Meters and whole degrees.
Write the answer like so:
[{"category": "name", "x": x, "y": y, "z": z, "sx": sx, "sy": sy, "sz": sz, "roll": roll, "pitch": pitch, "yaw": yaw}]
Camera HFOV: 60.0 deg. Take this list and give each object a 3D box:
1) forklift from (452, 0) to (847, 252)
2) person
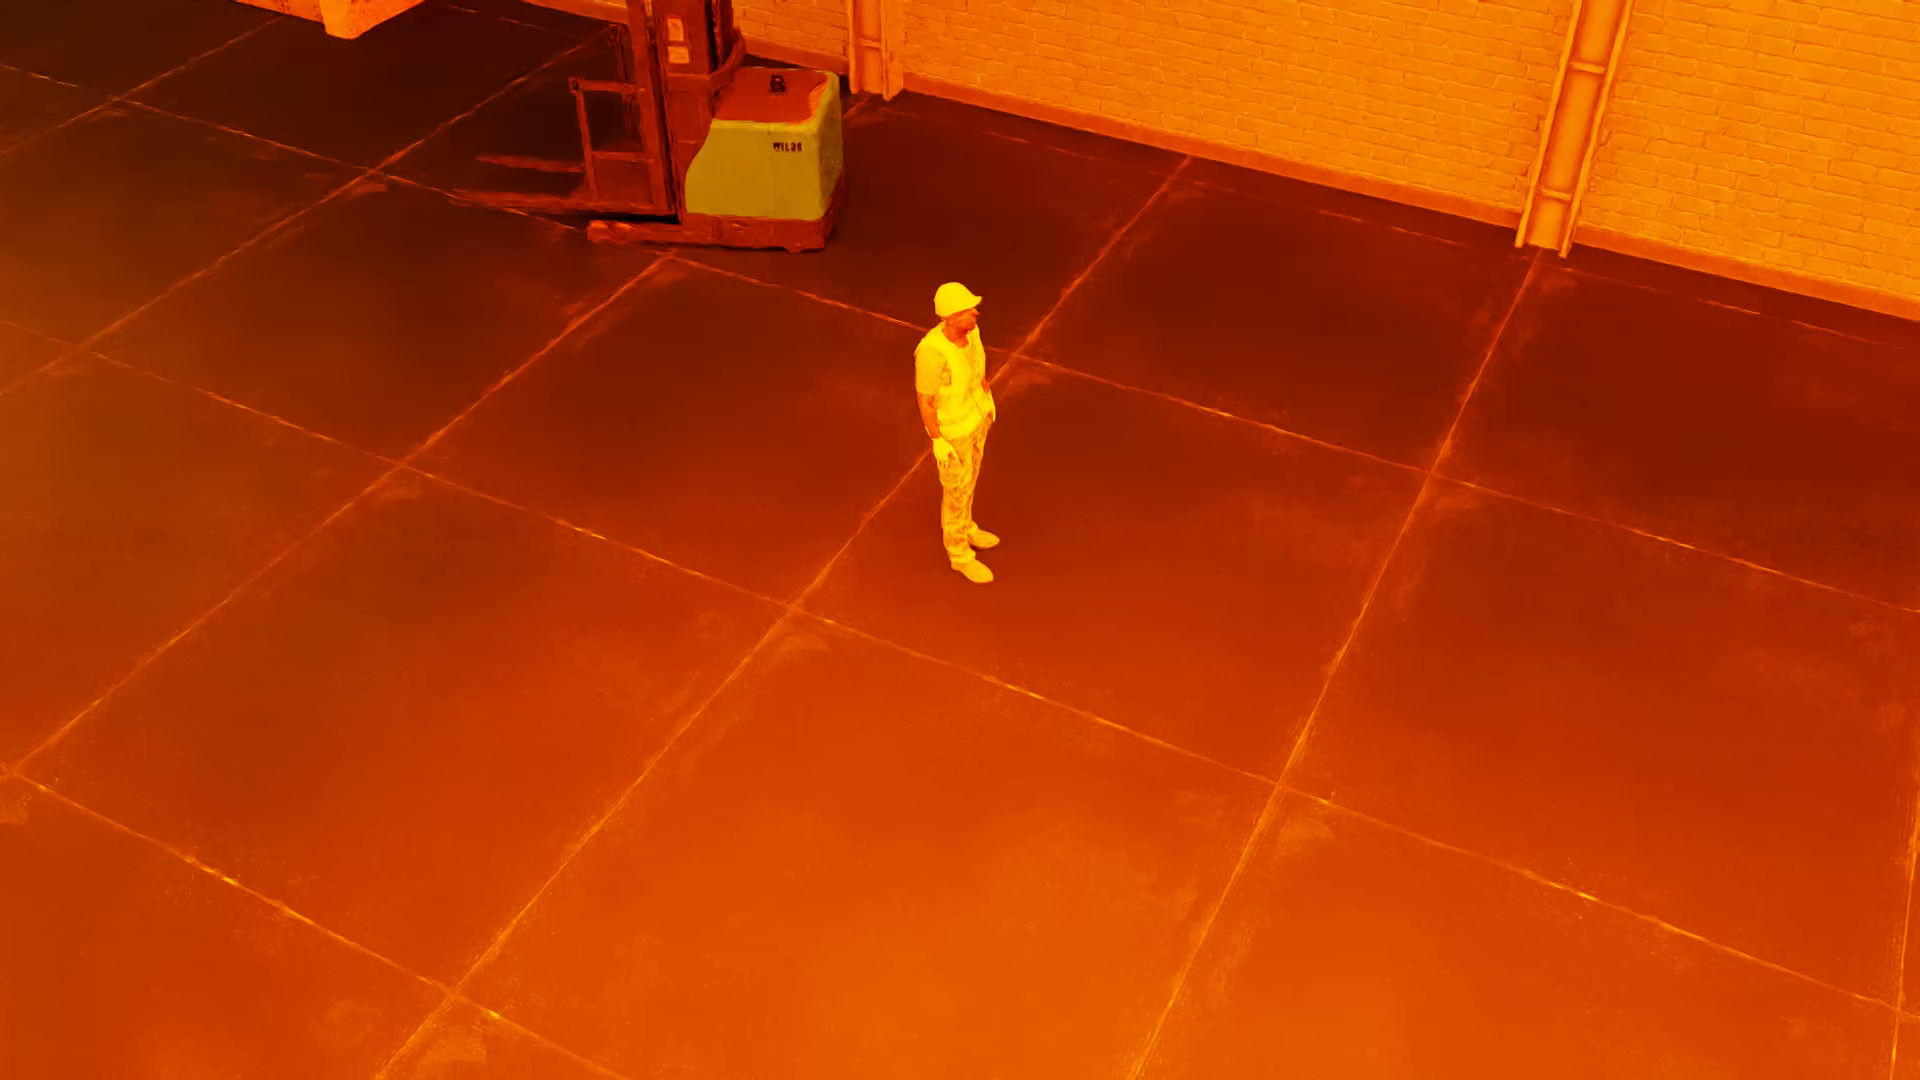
[{"category": "forklift", "x": -2.480, "y": -3.764, "z": 12.455, "sx": 3.031, "sy": 2.935, "sz": 1.130, "roll": 5, "pitch": 40, "yaw": 6}, {"category": "person", "x": 0.061, "y": -0.661, "z": 9.655, "sx": 0.576, "sy": 1.777, "sz": 0.651, "roll": 18, "pitch": 43, "yaw": 21}]
